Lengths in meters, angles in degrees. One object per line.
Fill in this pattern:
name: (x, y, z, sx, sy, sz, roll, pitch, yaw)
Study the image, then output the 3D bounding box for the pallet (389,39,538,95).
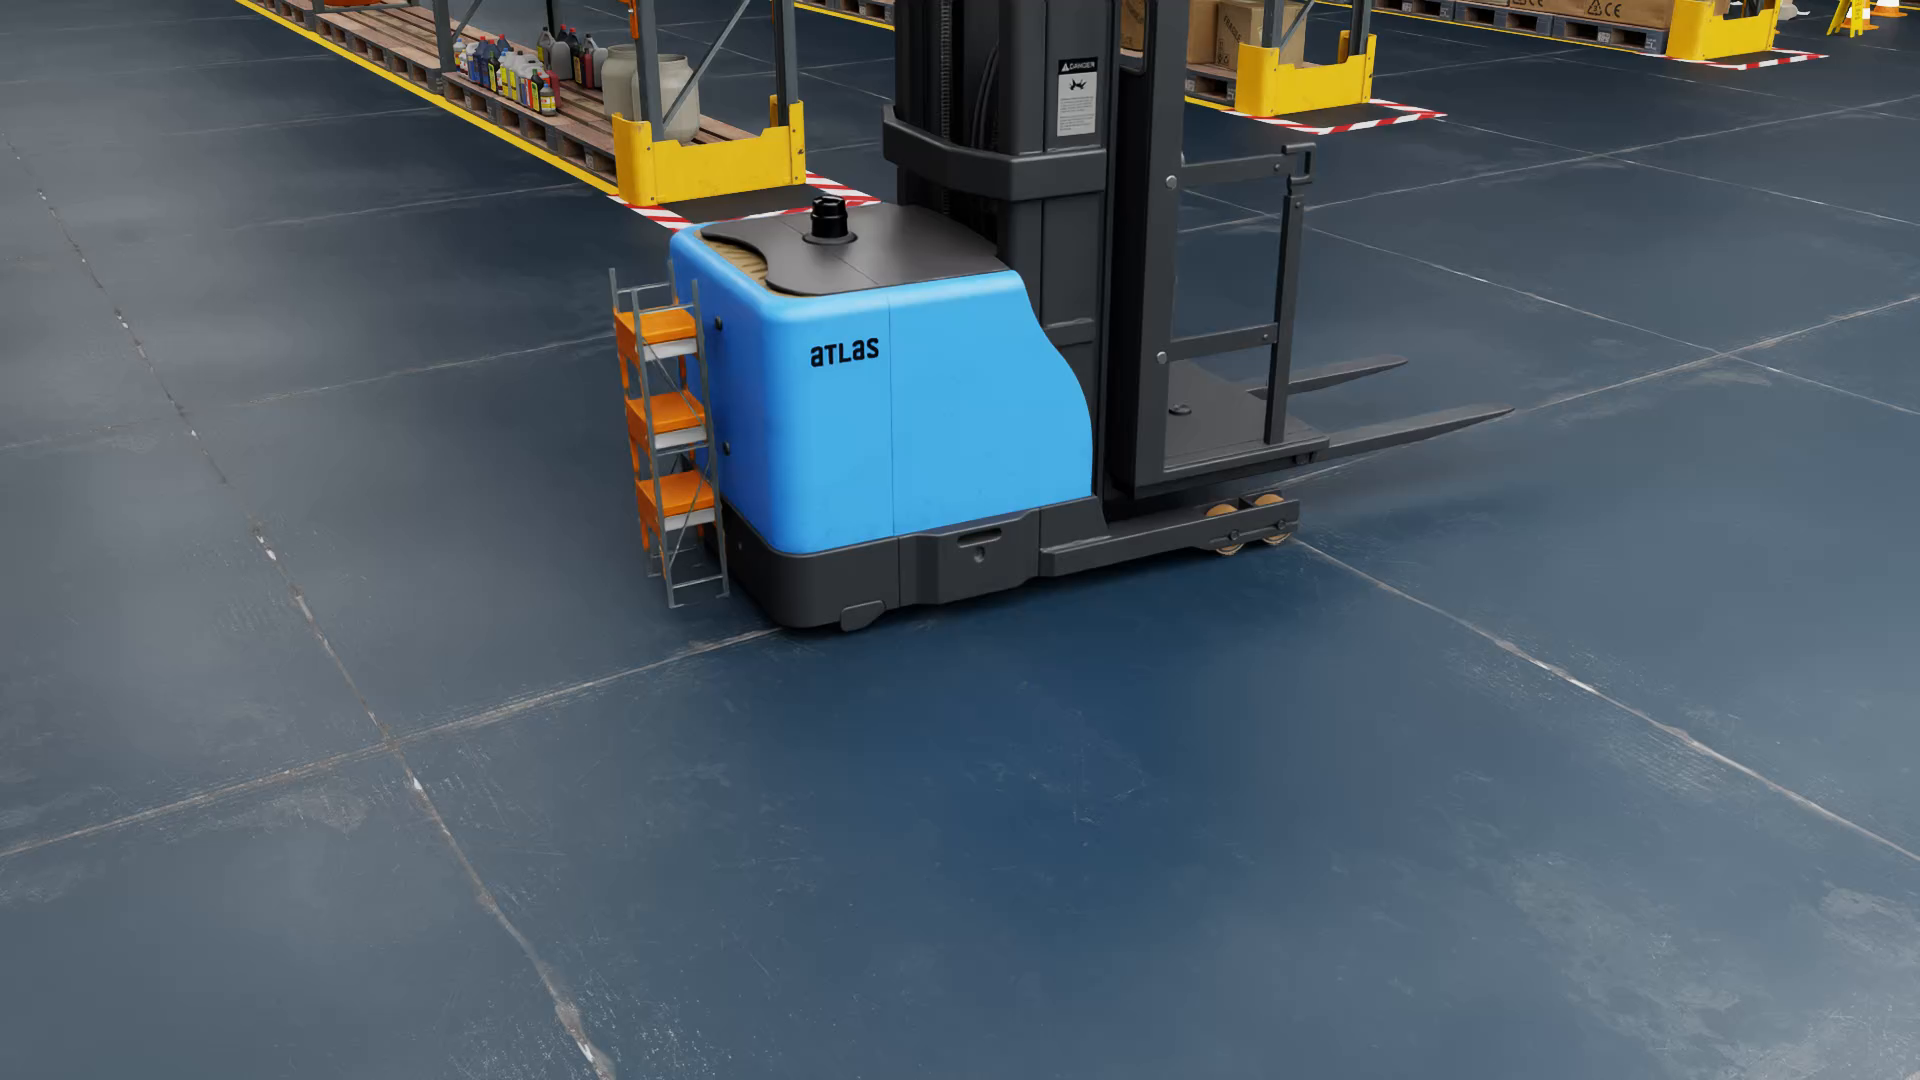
pallet: (-4.101, -3.974, 13.921, 1.003, 0.211, 1.213, -16, 29, -30)

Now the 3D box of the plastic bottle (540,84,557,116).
plastic bottle: (-2.826, -3.021, 11.398, 0.097, 0.201, 0.097, 0, 25, 0)

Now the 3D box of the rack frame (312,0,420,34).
rack frame: (-5.823, -6.394, 15.781, 1.000, 3.000, 0.127, -16, 29, -30)

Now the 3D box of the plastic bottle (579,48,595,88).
plastic bottle: (-2.769, -3.503, 12.322, 0.061, 0.283, 0.133, -16, 29, -30)

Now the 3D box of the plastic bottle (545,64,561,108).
plastic bottle: (-2.852, -3.180, 11.638, 0.061, 0.283, 0.133, -16, 29, -30)

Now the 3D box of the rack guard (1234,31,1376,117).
rack guard: (2.652, -3.584, 12.756, 1.175, 0.500, 0.348, -16, 29, -30)

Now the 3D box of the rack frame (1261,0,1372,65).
rack frame: (2.694, -4.687, 12.165, 1.000, 3.000, 0.127, -16, 29, -30)

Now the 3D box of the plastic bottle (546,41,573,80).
plastic bottle: (-3.052, -3.655, 12.654, 0.152, 0.276, 0.135, -16, 29, -30)

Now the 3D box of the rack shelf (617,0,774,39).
rack shelf: (-2.548, -3.923, 11.388, 1.077, 0.370, 4.000, -16, 29, -30)

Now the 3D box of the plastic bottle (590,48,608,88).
plastic bottle: (-2.680, -3.524, 12.377, 0.152, 0.276, 0.135, -15, 29, -29)

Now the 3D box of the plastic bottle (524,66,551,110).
plastic bottle: (-2.940, -3.151, 11.587, 0.152, 0.276, 0.135, -15, 29, -29)

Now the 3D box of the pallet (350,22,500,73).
pallet: (-4.771, -4.411, 14.847, 1.003, 0.211, 1.213, -16, 29, -30)

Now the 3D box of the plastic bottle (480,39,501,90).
plastic bottle: (-3.444, -3.511, 12.262, 0.144, 0.351, 0.185, -17, 30, -32)

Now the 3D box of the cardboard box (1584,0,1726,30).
cardboard box: (6.479, -5.263, 15.382, 0.875, 0.875, 0.875, -15, 29, -29)

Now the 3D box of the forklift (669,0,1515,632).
forklift: (0.599, -1.466, 5.423, 3.031, 2.935, 1.130, -12, 28, -24)

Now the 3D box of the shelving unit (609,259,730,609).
shelving unit: (-0.902, -0.322, 5.193, 0.215, 1.050, 0.252, -13, 28, -22)

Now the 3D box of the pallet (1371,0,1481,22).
pallet: (5.071, -5.686, 17.548, 1.003, 0.211, 1.213, -16, 29, -30)

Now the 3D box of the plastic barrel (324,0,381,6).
plastic barrel: (-6.104, -5.774, 16.517, 0.600, 0.830, 0.708, -16, 29, -30)

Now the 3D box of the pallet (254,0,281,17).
pallet: (-6.950, -5.841, 17.876, 1.003, 0.211, 1.213, -16, 29, -30)

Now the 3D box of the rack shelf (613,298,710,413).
rack shelf: (-0.911, -0.567, 5.073, 0.215, 0.259, 0.240, -13, 28, -22)

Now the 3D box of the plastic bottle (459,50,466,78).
plastic bottle: (-3.777, -3.644, 12.719, 0.097, 0.201, 0.097, 0, 25, 0)

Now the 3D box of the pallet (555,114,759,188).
pallet: (-1.976, -2.580, 10.967, 1.003, 0.211, 1.213, -16, 29, -30)

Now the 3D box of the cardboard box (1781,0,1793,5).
cardboard box: (8.589, -5.705, 17.661, 0.380, 0.149, 0.250, -1, 25, -3)

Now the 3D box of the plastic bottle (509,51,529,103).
plastic bottle: (-3.110, -3.293, 11.799, 0.144, 0.351, 0.185, -14, 29, -27)

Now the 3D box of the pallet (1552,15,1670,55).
pallet: (6.403, -4.813, 15.699, 1.003, 0.211, 1.213, -16, 29, -30)

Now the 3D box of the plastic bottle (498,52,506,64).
plastic bottle: (-3.332, -3.432, 12.186, 0.097, 0.271, 0.097, 0, 25, 0)

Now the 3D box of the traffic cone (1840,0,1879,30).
traffic cone: (8.937, -5.322, 16.482, 0.336, 0.463, 0.334, -16, 29, -30)

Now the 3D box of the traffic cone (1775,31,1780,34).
traffic cone: (7.805, -5.180, 16.181, 0.336, 0.463, 0.334, -16, 29, -30)

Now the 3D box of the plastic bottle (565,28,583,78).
plastic bottle: (-2.942, -3.733, 12.731, 0.144, 0.351, 0.185, -17, 30, -32)

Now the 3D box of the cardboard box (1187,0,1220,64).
cardboard box: (2.012, -4.180, 13.526, 0.500, 0.500, 0.500, -8, 26, -16)

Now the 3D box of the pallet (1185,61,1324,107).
pallet: (2.239, -3.752, 13.450, 1.003, 0.211, 1.213, -16, 29, -30)

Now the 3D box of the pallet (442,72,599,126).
pallet: (-3.308, -3.452, 12.816, 1.003, 0.211, 1.213, -16, 29, -30)

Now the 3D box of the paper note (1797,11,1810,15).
paper note: (8.813, -5.528, 17.424, 0.142, 0.019, 0.148, 18, 31, 33)

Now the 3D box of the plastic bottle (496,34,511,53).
plastic bottle: (-3.426, -3.613, 12.477, 0.144, 0.351, 0.185, -16, 29, -30)

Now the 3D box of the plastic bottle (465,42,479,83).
plastic bottle: (-3.633, -3.605, 12.548, 0.152, 0.276, 0.135, -14, 29, -28)

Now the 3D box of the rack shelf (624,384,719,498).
rack shelf: (-0.902, -0.312, 5.198, 0.215, 0.259, 0.240, -13, 28, -22)

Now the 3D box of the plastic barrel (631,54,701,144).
plastic barrel: (-1.879, -2.815, 10.622, 0.421, 0.512, 0.421, 0, 25, 0)

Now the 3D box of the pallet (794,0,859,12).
pallet: (-1.248, -6.007, 18.228, 1.003, 0.211, 1.213, -16, 29, -30)

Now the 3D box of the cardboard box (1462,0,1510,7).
cardboard box: (5.501, -5.904, 16.739, 0.875, 0.875, 0.875, -15, 29, -29)

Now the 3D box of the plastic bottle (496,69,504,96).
plastic bottle: (-3.309, -3.337, 12.068, 0.097, 0.201, 0.097, 0, 25, 0)

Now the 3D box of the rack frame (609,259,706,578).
rack frame: (-0.955, -0.369, 5.293, 0.200, 1.050, 0.008, -13, 28, -22)
